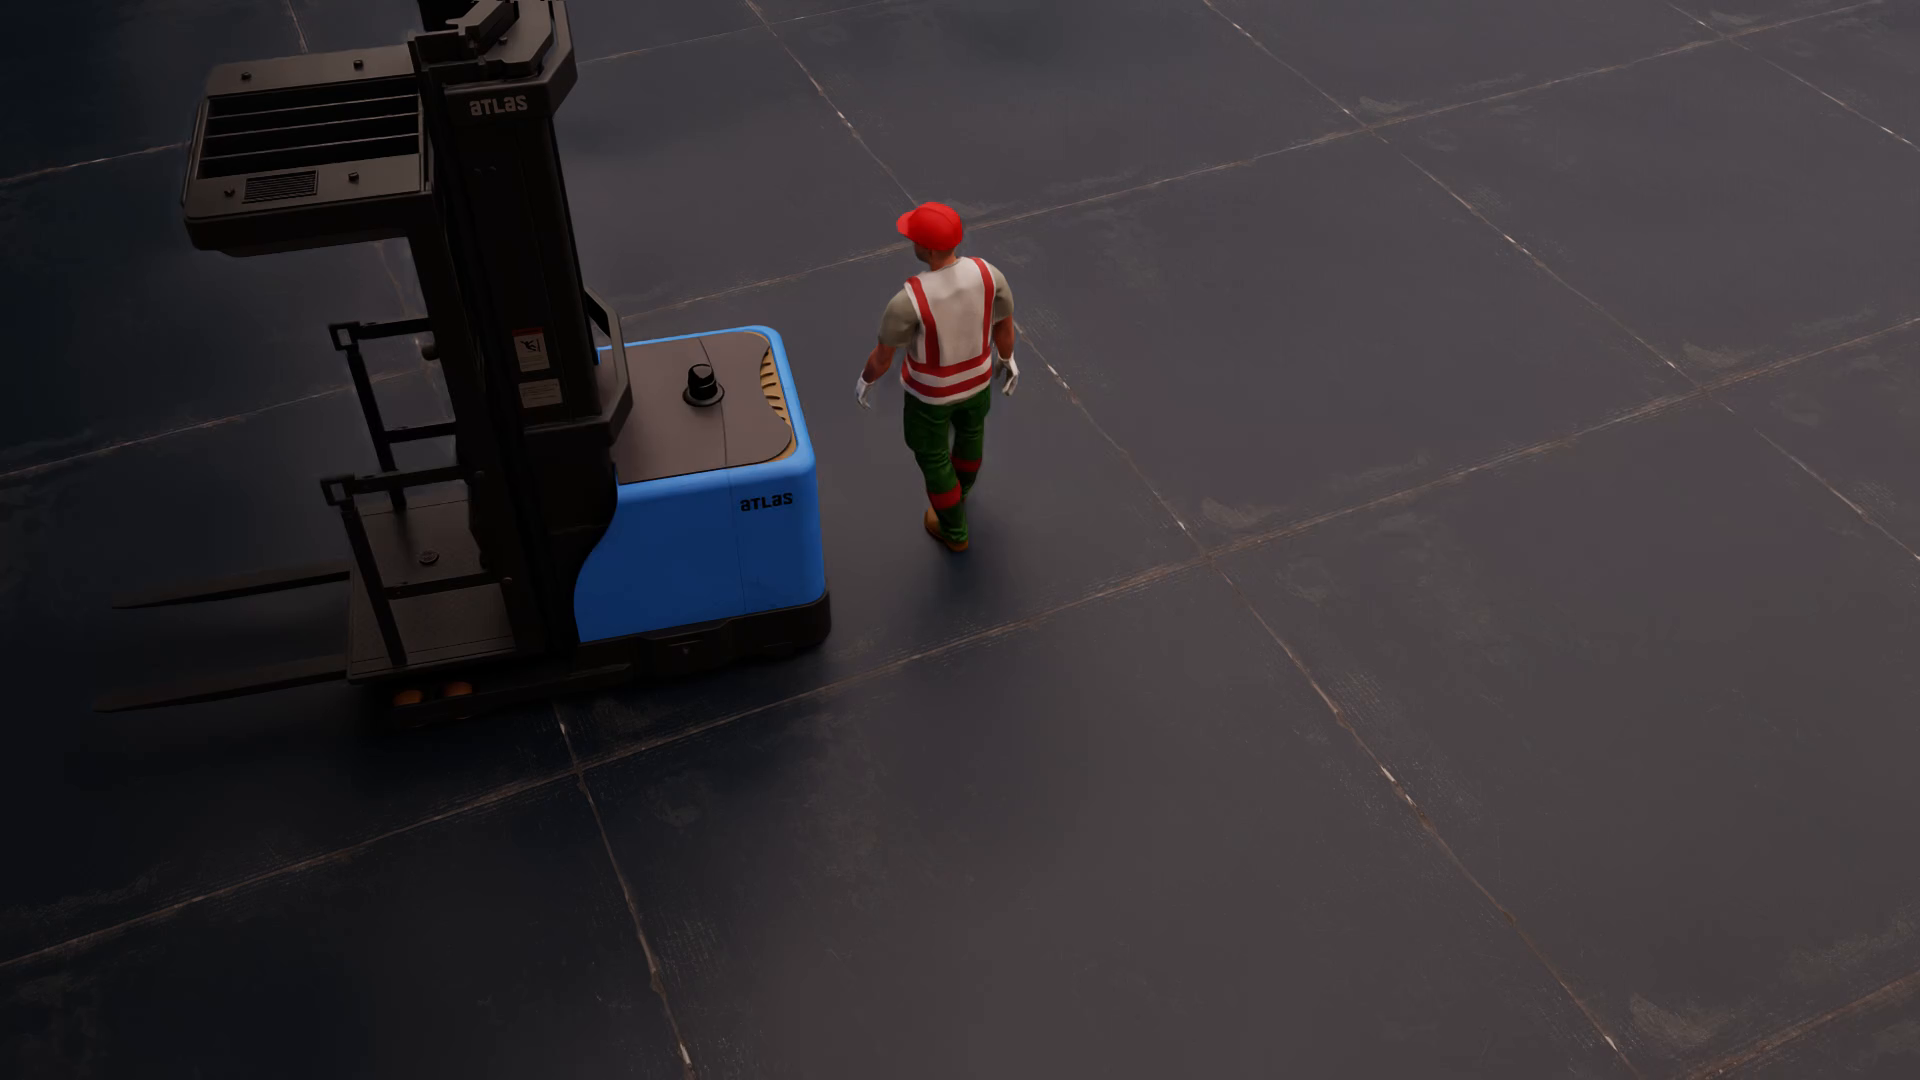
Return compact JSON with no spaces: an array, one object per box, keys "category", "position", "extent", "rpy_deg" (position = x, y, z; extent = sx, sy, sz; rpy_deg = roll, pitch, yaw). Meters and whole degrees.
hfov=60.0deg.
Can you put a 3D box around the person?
[{"category":"person","position":[-0.130,-0.756,7.348],"extent":[0.717,1.781,0.585],"rpy_deg":[-21,47,-21]}]

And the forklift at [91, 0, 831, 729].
[{"category":"forklift","position":[-2.140,-0.682,6.411],"extent":[3.031,2.935,1.130],"rpy_deg":[-10,44,-10]}]
